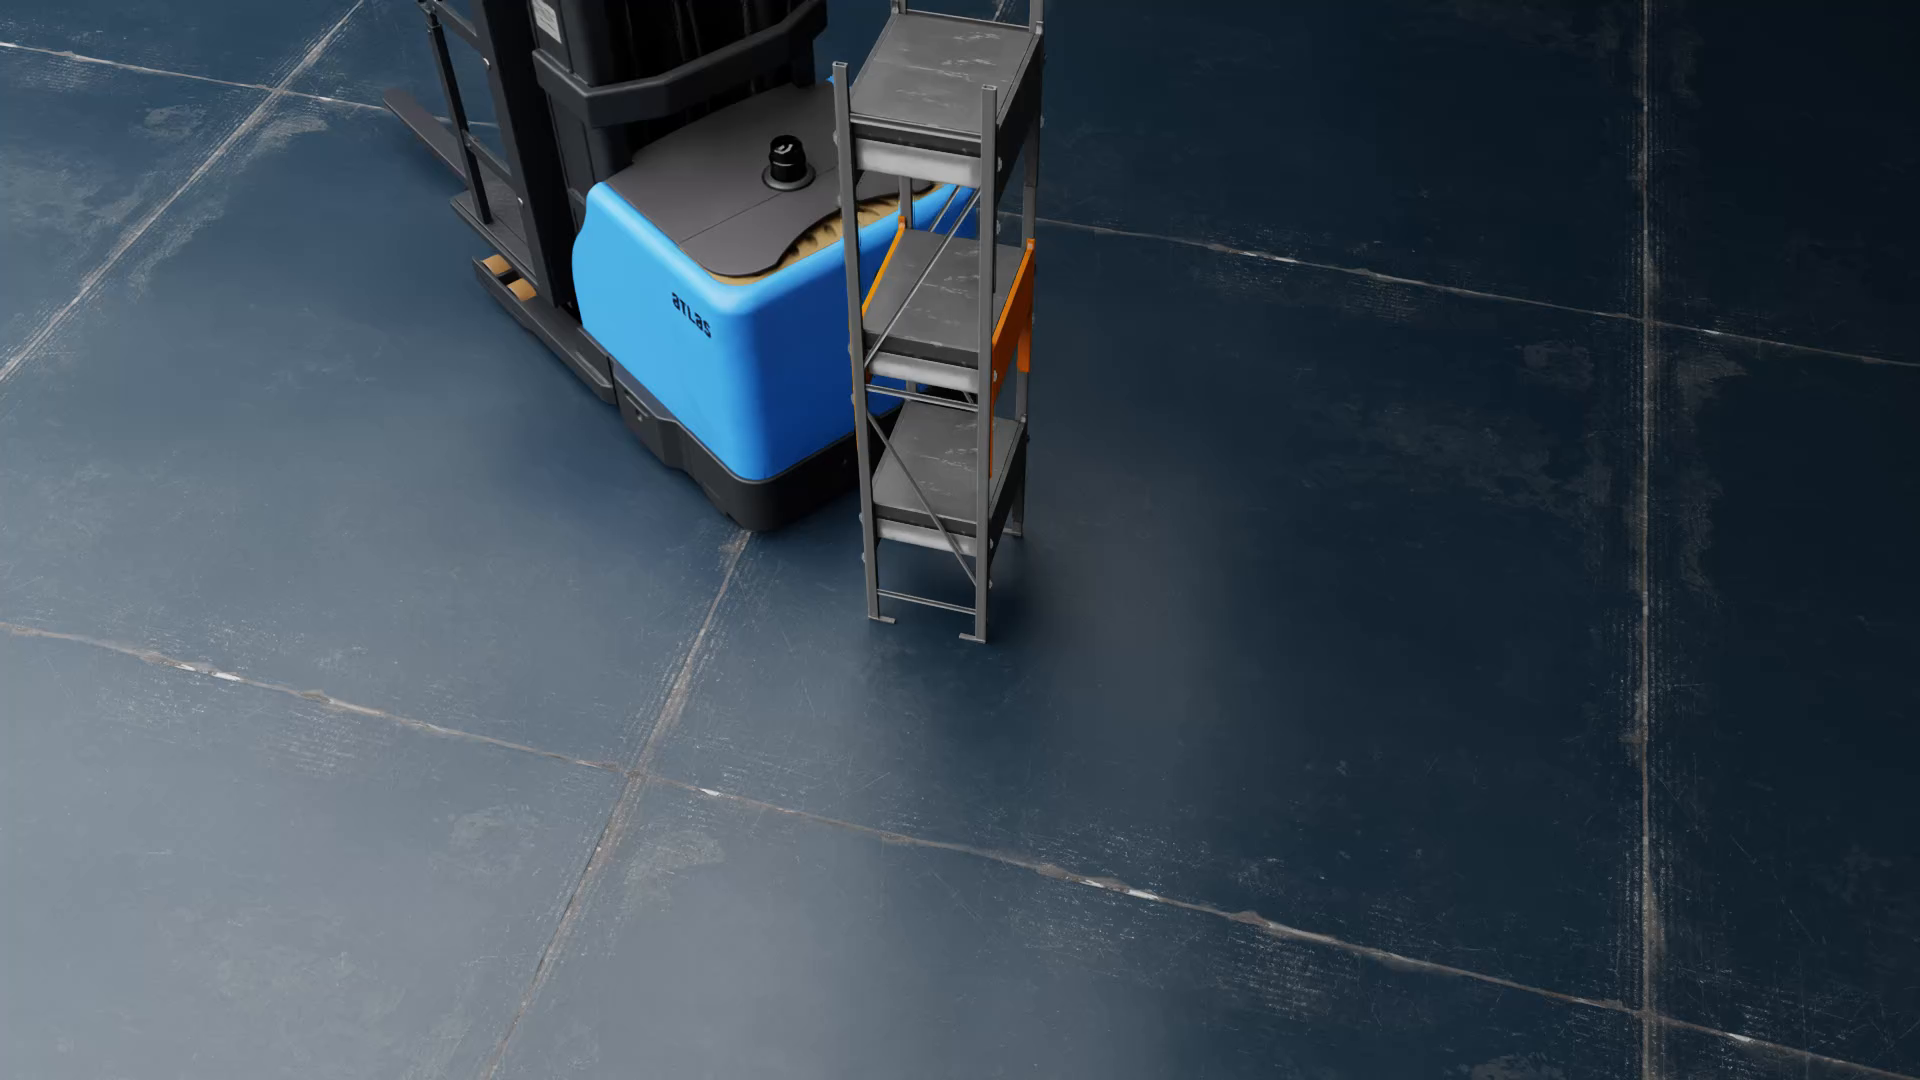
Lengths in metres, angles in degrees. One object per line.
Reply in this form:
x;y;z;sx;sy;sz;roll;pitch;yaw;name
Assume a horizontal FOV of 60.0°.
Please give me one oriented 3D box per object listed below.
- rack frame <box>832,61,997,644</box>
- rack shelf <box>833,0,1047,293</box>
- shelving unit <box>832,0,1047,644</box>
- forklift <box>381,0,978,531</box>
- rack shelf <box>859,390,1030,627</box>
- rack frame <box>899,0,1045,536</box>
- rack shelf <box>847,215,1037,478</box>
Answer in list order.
-0.108;-0.399;4.701;0.400;2.100;0.015;12;50;10;rack frame
-0.044;-1.029;4.342;0.431;0.518;0.480;12;50;10;rack shelf
-0.044;-0.575;4.857;0.431;2.100;0.503;12;50;10;shelving unit
-1.263;-2.040;5.596;1.130;2.935;3.031;-32;56;-25;forklift
-0.044;-0.103;5.392;0.431;0.518;0.480;12;50;10;rack shelf
0.021;-0.752;5.013;0.400;2.100;0.015;12;50;10;rack frame
-0.044;-0.566;4.867;0.431;0.518;0.480;12;50;10;rack shelf
